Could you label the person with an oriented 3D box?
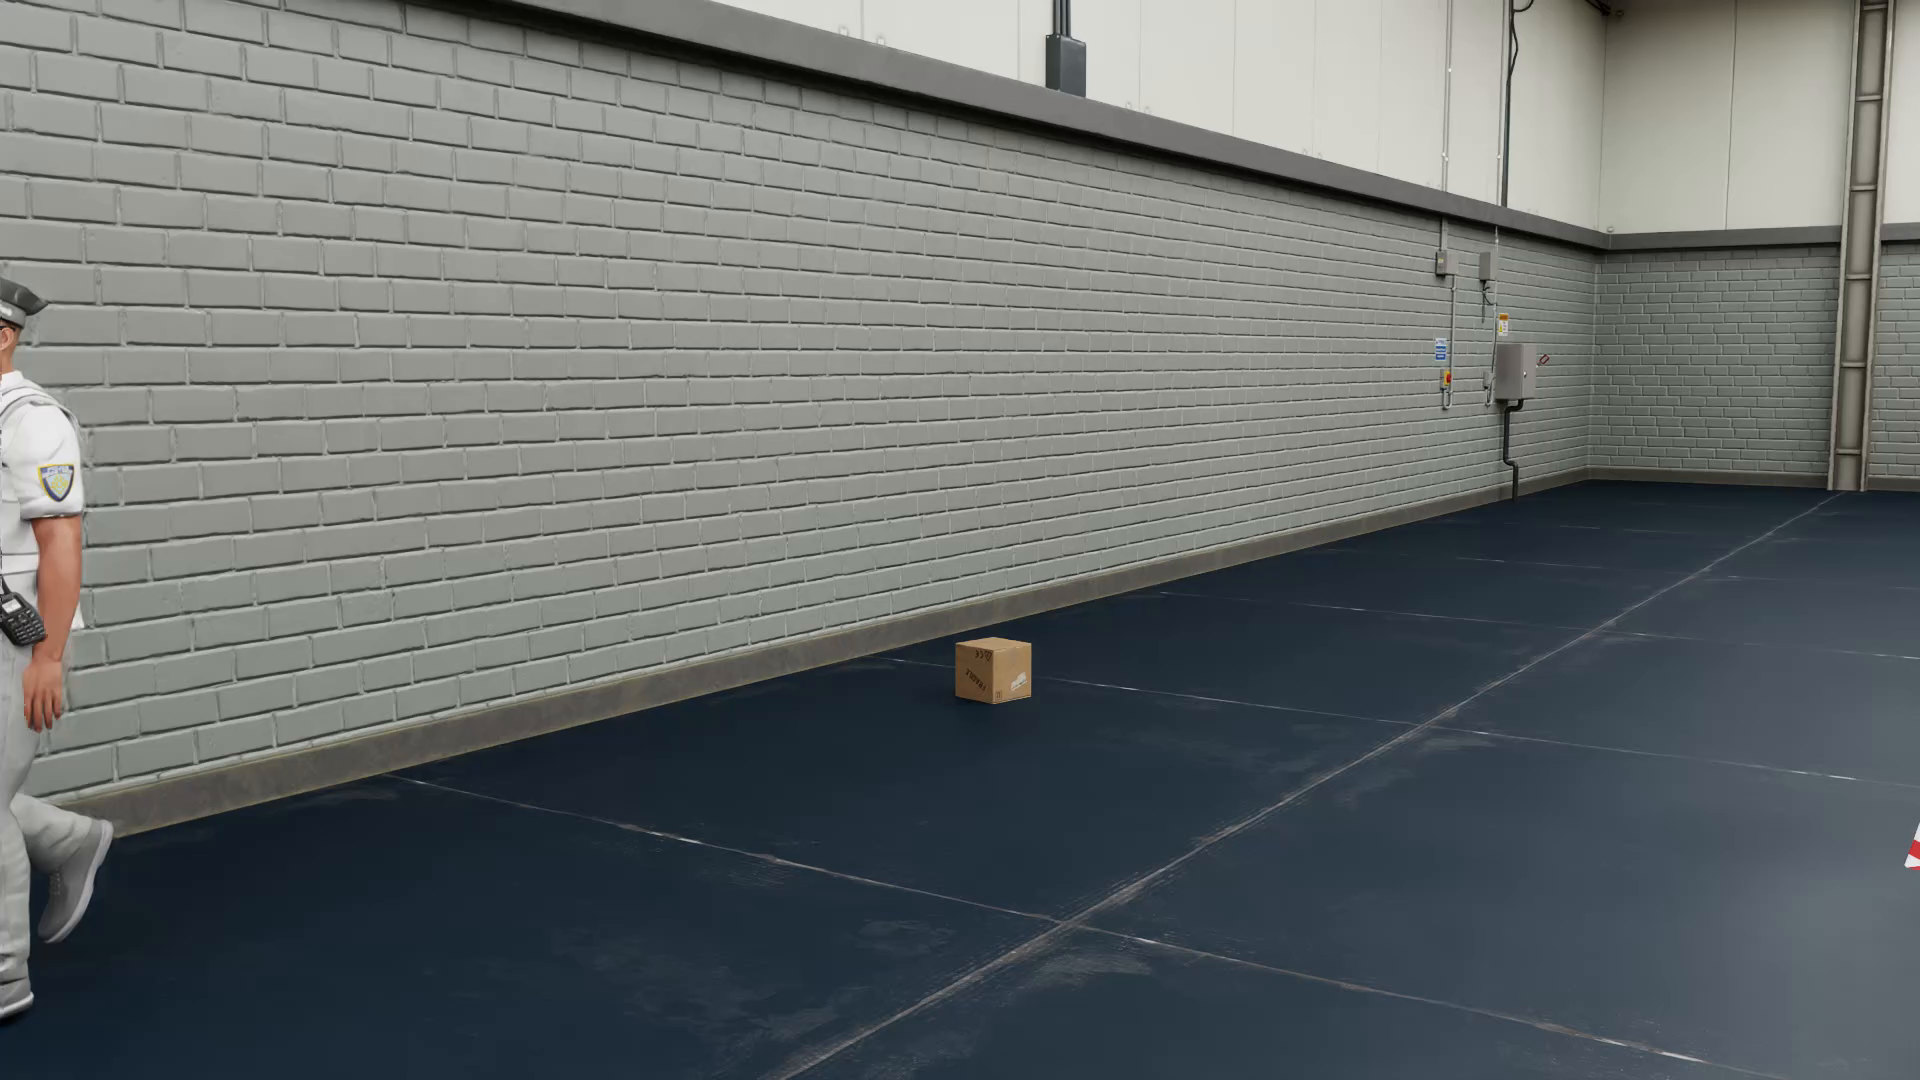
[{"bbox_3d":[-2.306,0.228,3.934,0.569,1.758,0.657,4,7,32],"label":"person"}]
